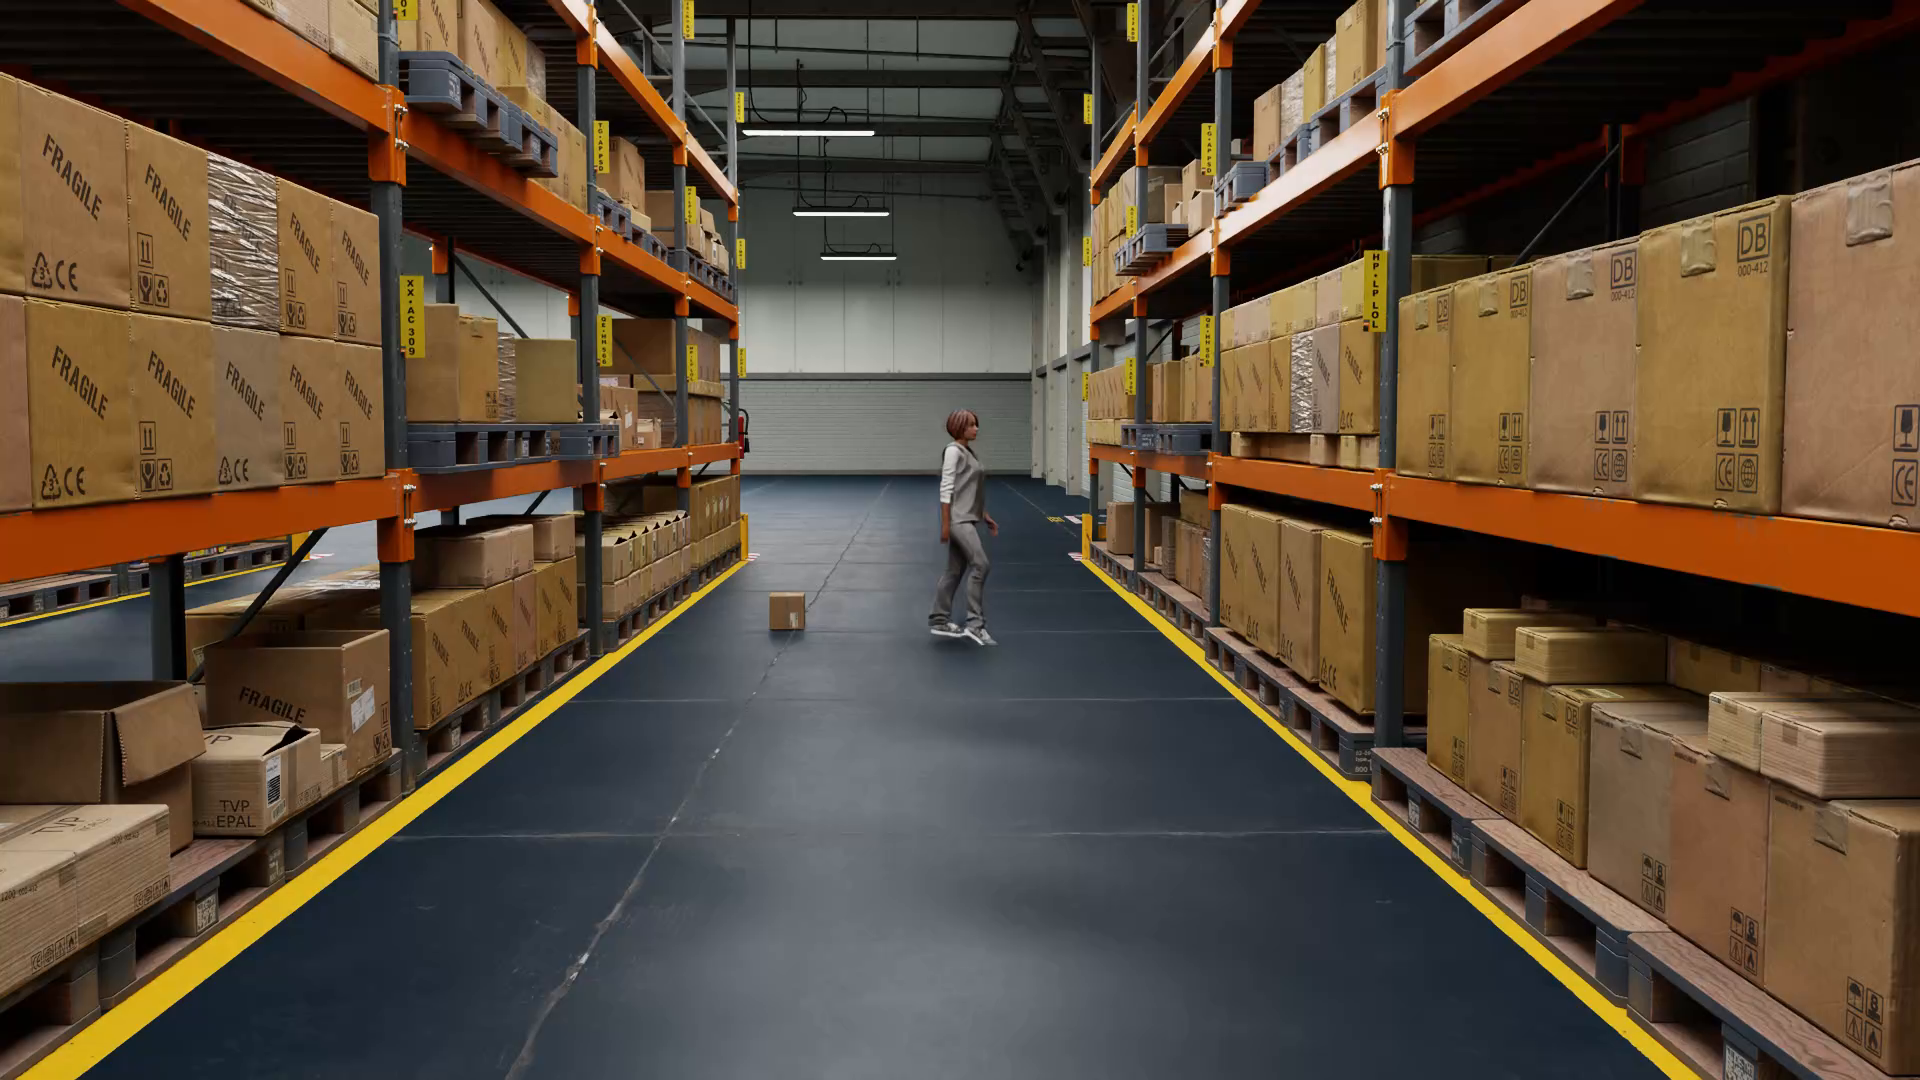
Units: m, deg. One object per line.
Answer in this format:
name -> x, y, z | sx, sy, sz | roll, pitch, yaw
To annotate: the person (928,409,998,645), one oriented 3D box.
person -> 0.033, -0.083, 11.513 | 0.530, 1.647, 0.425 | 1, 4, 14
